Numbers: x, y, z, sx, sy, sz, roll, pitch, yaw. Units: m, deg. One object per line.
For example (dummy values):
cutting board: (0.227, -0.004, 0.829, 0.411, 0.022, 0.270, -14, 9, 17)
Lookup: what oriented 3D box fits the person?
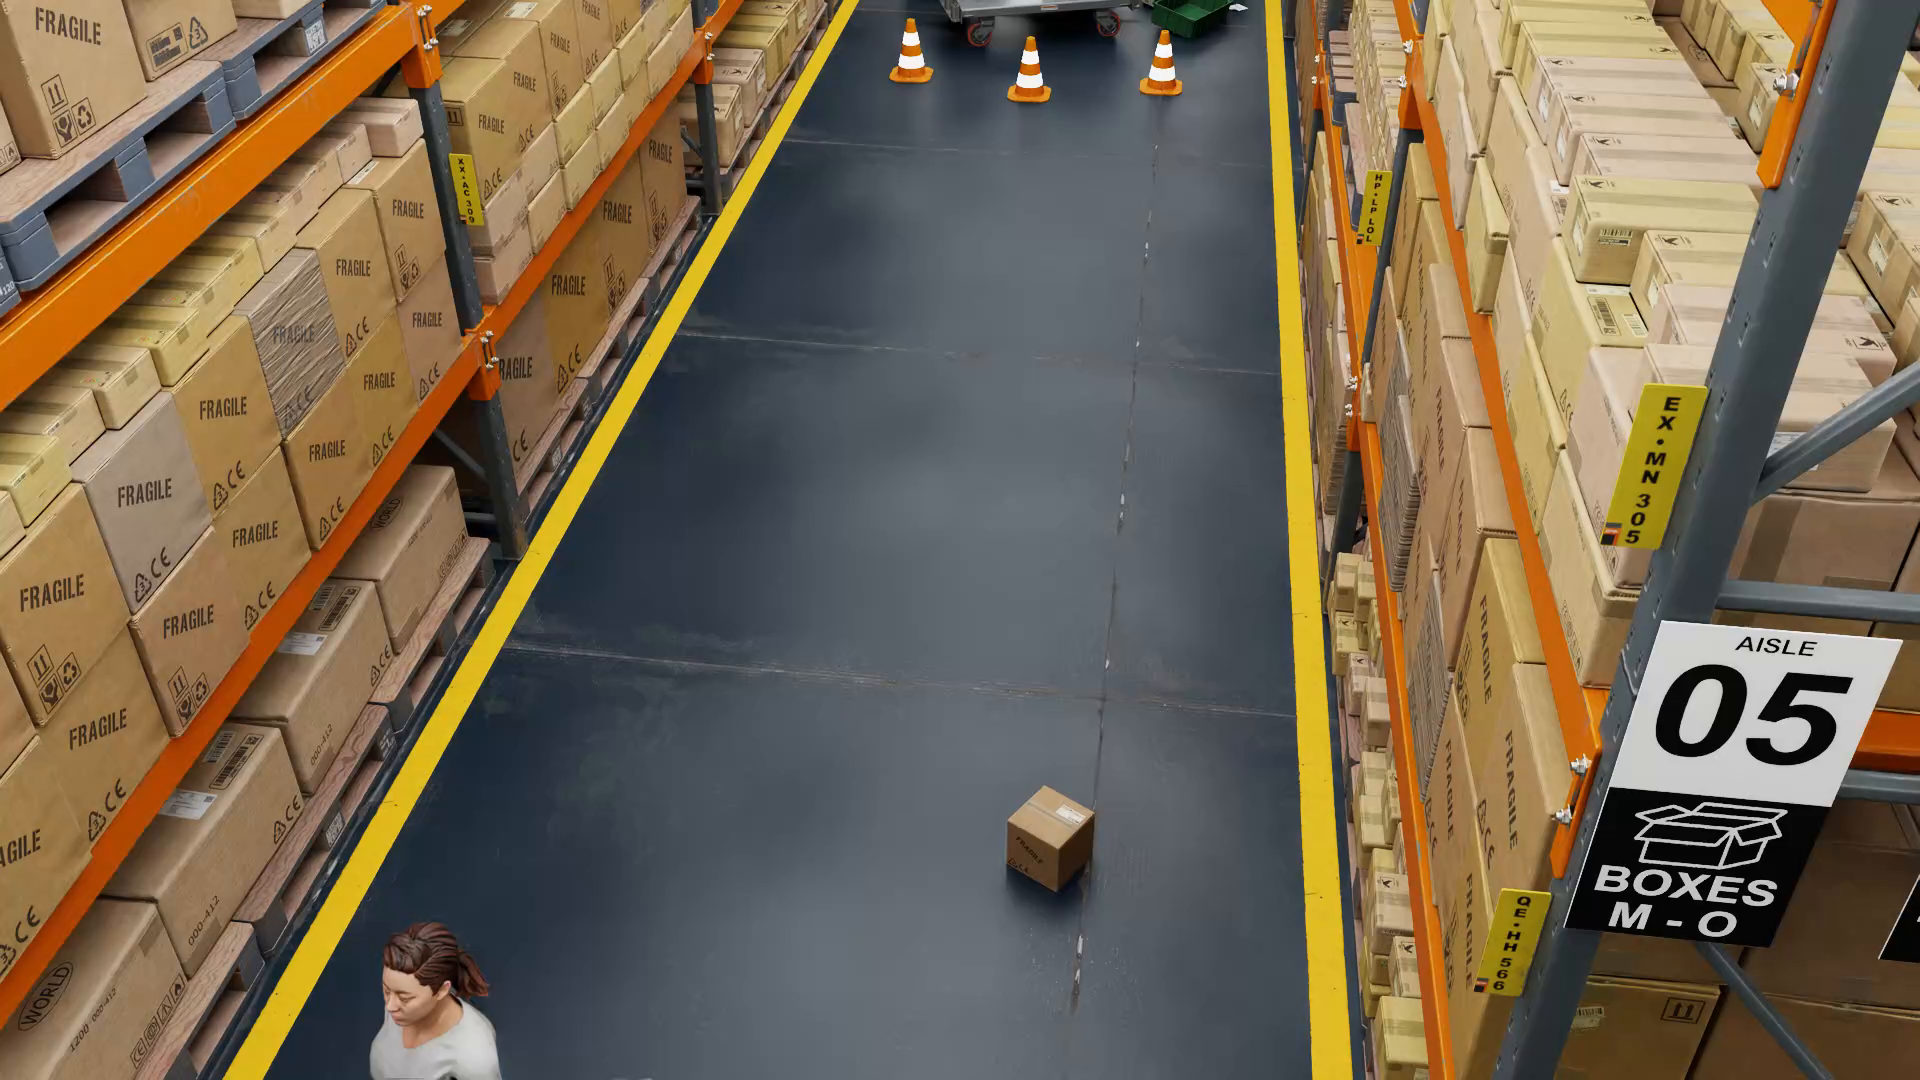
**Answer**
person: (-1.441, 1.738, 4.663, 0.471, 1.694, 0.494, 26, 43, 31)
